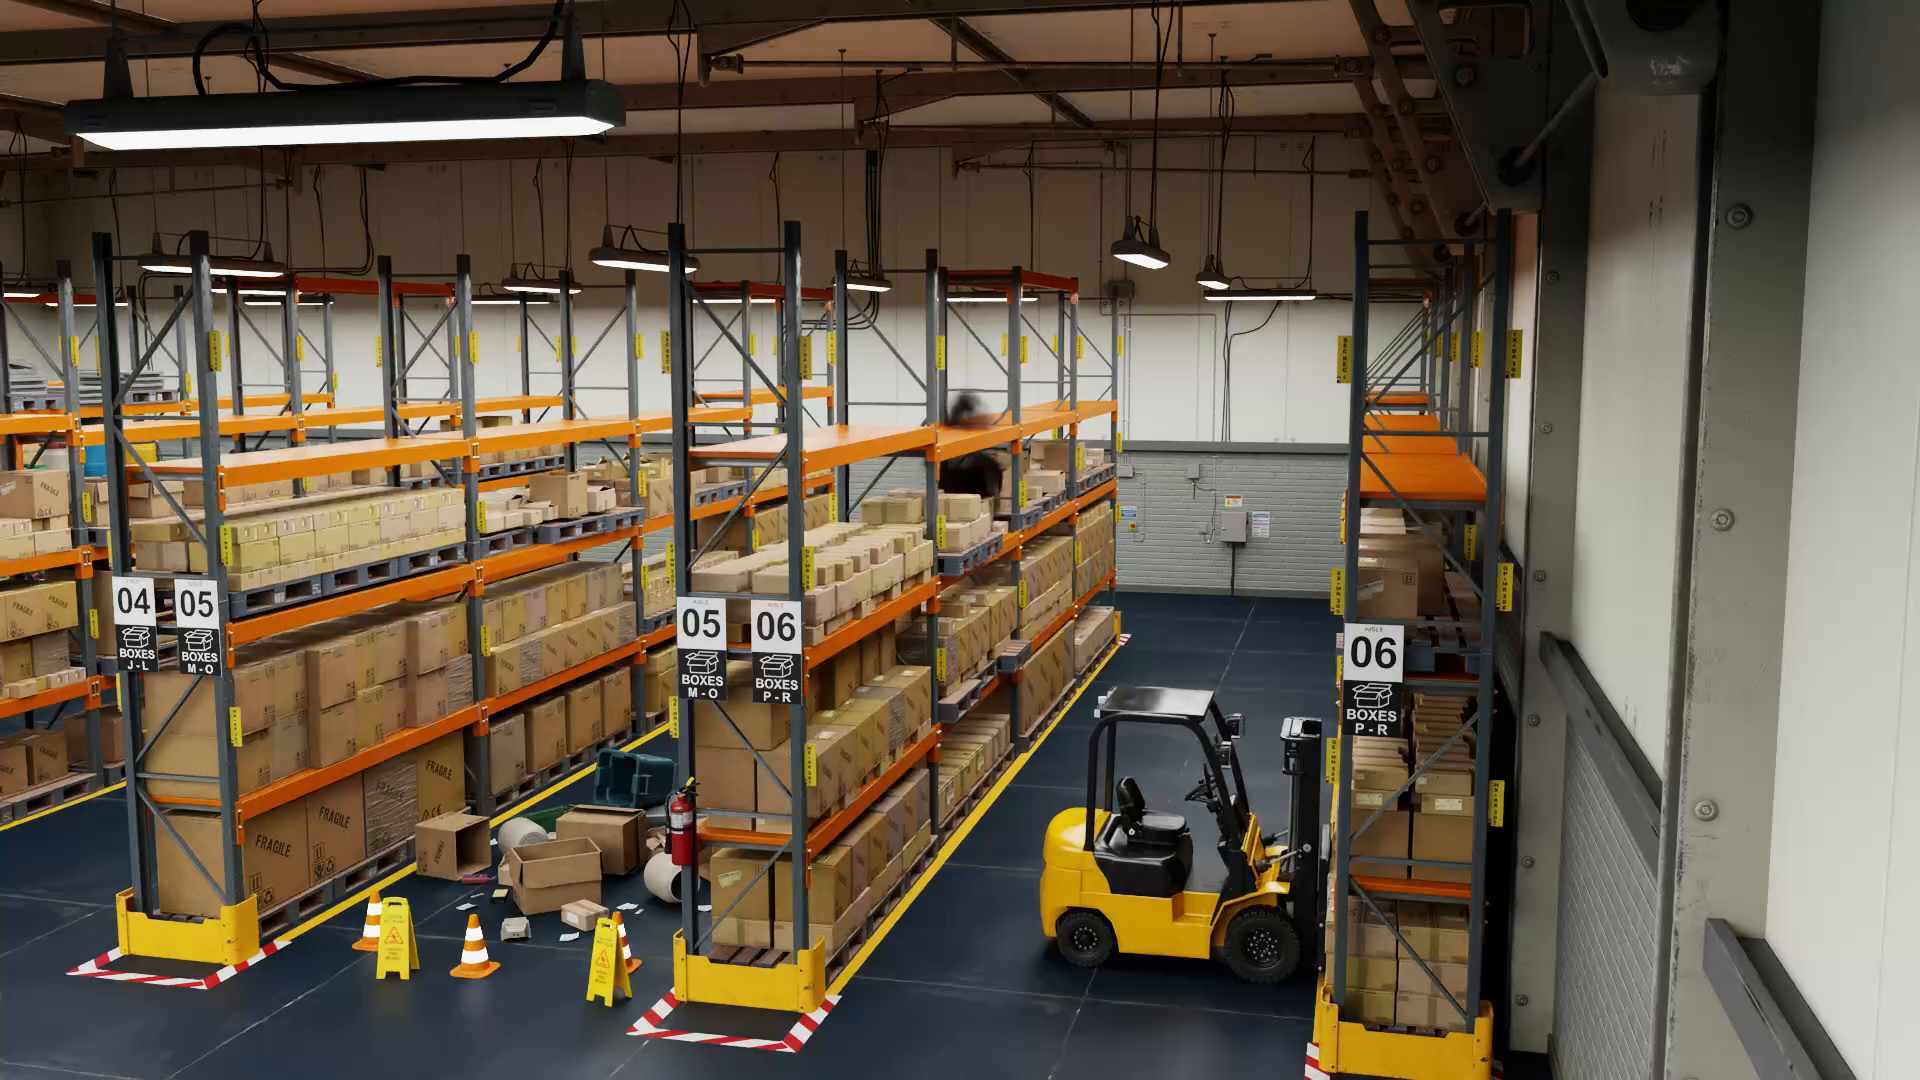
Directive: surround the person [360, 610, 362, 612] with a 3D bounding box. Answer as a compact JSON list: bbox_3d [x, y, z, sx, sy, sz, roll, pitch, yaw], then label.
[{"bbox_3d":[-7.705,1.645,21.824,0.708,1.741,0.620,2,7,14],"label":"person"}]
